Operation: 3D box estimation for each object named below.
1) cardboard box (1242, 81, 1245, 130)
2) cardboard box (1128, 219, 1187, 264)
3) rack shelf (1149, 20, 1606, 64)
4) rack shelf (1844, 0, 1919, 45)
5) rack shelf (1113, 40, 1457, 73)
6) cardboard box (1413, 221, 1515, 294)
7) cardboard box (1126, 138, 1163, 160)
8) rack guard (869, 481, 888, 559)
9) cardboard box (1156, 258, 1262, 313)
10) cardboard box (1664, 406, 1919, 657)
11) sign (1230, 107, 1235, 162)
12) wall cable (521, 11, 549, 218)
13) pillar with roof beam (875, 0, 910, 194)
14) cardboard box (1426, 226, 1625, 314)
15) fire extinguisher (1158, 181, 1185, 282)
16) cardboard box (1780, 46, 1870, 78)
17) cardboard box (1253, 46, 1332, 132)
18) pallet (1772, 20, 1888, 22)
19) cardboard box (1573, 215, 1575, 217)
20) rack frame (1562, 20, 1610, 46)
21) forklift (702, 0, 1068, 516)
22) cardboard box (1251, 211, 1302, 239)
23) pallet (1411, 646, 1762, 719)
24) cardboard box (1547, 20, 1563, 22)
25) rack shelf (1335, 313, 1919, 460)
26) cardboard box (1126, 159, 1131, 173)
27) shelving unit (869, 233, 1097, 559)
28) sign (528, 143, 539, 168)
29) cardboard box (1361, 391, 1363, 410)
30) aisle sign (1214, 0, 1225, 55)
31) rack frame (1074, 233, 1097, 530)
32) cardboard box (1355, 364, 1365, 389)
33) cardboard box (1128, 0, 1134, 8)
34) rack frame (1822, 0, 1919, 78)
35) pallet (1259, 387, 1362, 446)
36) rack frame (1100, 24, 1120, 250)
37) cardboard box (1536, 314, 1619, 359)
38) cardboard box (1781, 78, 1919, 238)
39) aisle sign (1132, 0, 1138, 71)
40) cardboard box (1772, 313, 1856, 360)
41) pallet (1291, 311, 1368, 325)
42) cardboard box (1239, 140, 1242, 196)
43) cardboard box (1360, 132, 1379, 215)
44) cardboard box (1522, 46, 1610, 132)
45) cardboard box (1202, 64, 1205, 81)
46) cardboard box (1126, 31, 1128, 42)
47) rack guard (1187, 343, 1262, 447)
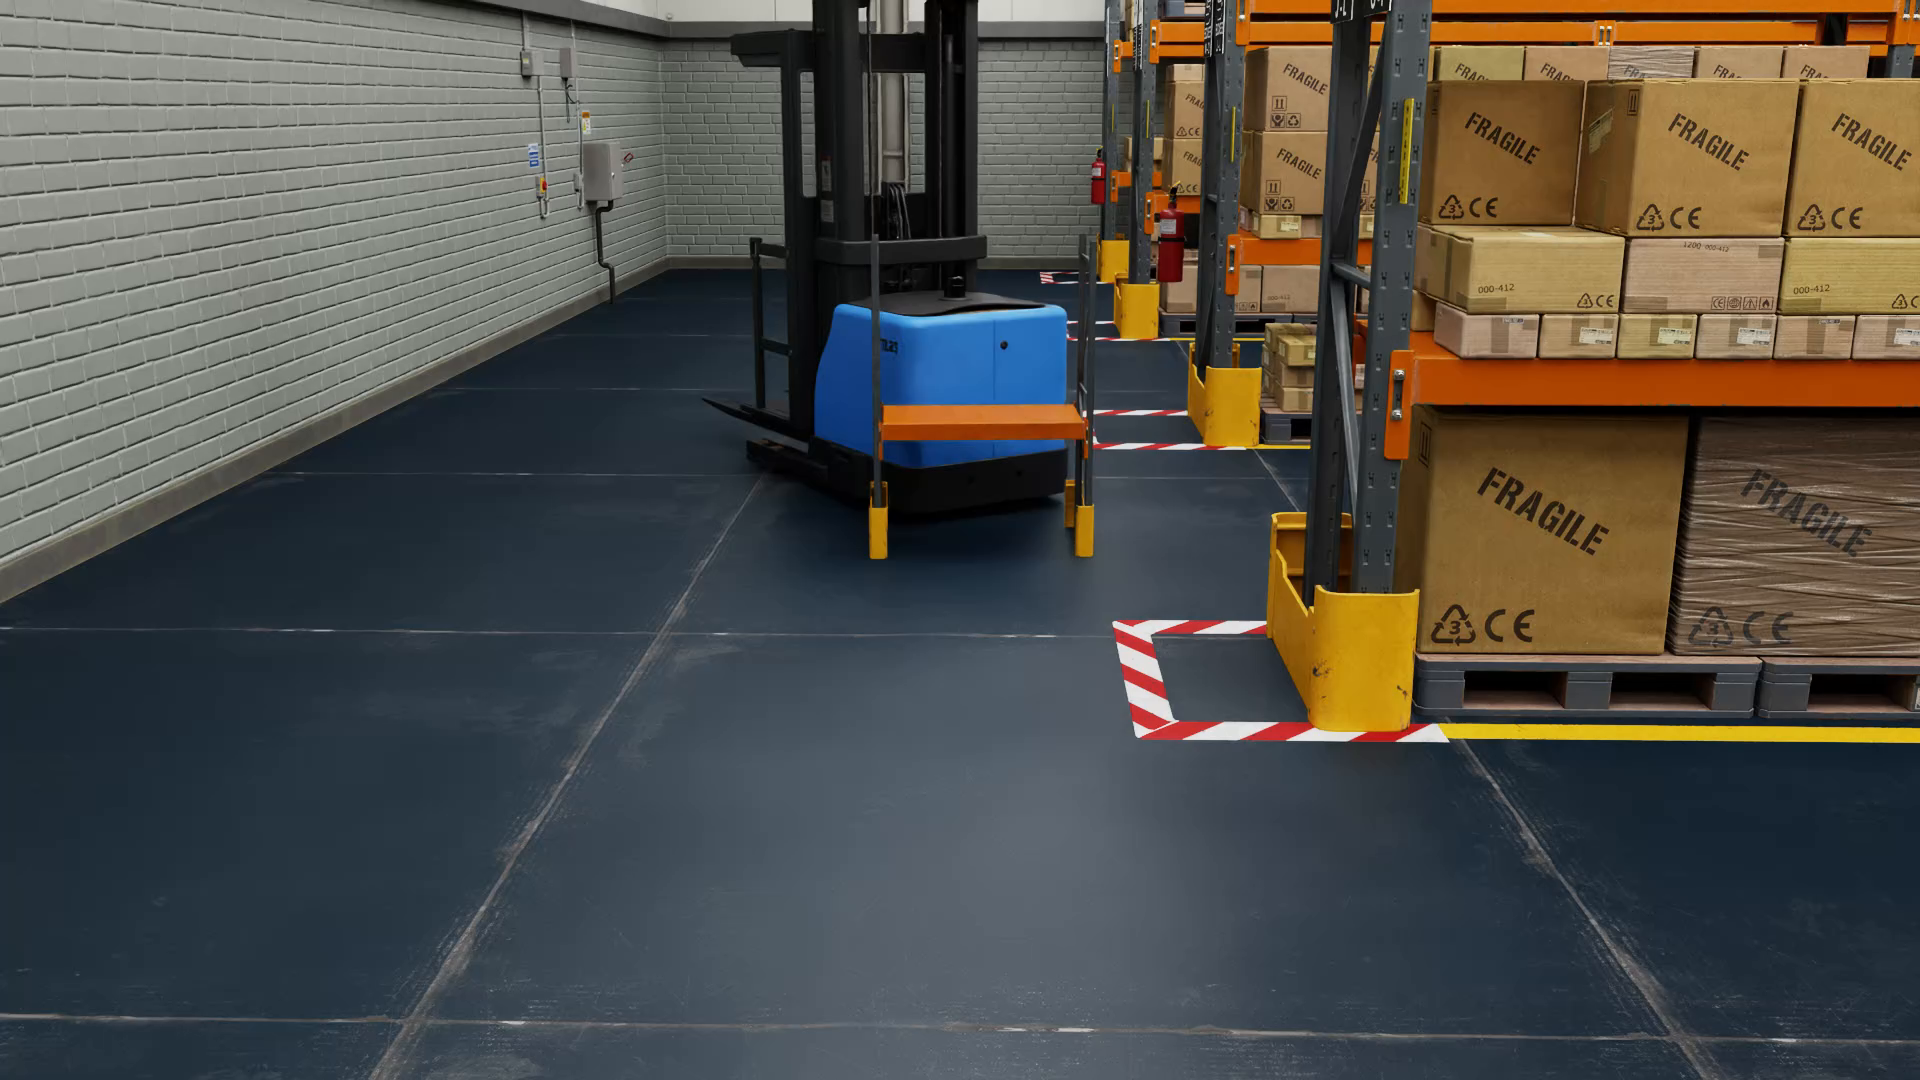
[{"bbox_3d":[2.691,-3.911,15.128,0.500,0.500,0.500,0,15,0],"label":"cardboard box"},{"bbox_3d":[2.433,-3.690,20.518,0.637,0.503,0.797,0,15,-1],"label":"cardboard box"},{"bbox_3d":[3.701,-4.546,15.222,4.000,0.370,1.077,0,15,1],"label":"rack shelf"},{"bbox_3d":[7.674,-3.257,10.336,4.000,0.370,1.077,0,15,1],"label":"rack shelf"},{"bbox_3d":[3.824,-5.812,20.020,4.000,0.370,1.077,0,15,1],"label":"rack shelf"},{"bbox_3d":[1.939,-1.065,6.209,0.500,0.250,0.500,0,15,1],"label":"cardboard box"},{"bbox_3d":[2.271,-4.722,20.069,0.500,0.250,0.500,0,15,2],"label":"cardboard box"},{"bbox_3d":[-0.404,-0.104,8.246,0.087,0.250,0.587,-1,15,-2],"label":"rack guard"},{"bbox_3d":[2.364,-2.442,15.916,0.875,0.438,0.875,0,15,0],"label":"cardboard box"},{"bbox_3d":[3.000,-0.115,6.239,0.875,0.875,0.875,0,15,1],"label":"cardboard box"},{"bbox_3d":[1.662,-2.474,10.140,0.005,0.325,0.100,0,15,1],"label":"sign"},{"bbox_3d":[-3.936,-3.994,15.545,0.123,1.953,0.585,0,15,1],"label":"wall cable"},{"bbox_3d":[-0.958,-6.773,16.371,0.400,9.000,9.100,0,15,1],"label":"pillar with roof beam"},{"bbox_3d":[1.921,-0.929,5.691,0.500,0.250,0.500,0,15,0],"label":"cardboard box"},{"bbox_3d":[1.436,-2.095,11.284,0.183,0.674,0.296,0,15,1],"label":"fire extinguisher"},{"bbox_3d":[5.198,-2.777,10.248,0.500,0.500,0.500,0,15,-1],"label":"cardboard box"},{"bbox_3d":[2.118,-2.799,10.329,0.500,0.500,0.500,0,15,1],"label":"cardboard box"},{"bbox_3d":[7.936,-4.761,14.995,1.213,0.211,1.003,1,15,4],"label":"pallet"},{"bbox_3d":[3.818,-1.980,10.458,0.250,0.149,0.380,1,15,3],"label":"cardboard box"},{"bbox_3d":[5.700,-3.431,15.463,0.127,3.000,1.000,0,15,1],"label":"rack frame"},{"bbox_3d":[-0.627,-1.870,9.683,1.130,2.935,3.031,-9,17,-31],"label":"forklift"},{"bbox_3d":[1.991,-1.987,10.482,0.250,0.149,0.380,0,15,1],"label":"cardboard box"},{"bbox_3d":[2.249,0.404,6.395,1.213,0.211,1.003,0,15,1],"label":"pallet"},{"bbox_3d":[7.167,-6.300,19.932,0.250,0.149,0.380,0,15,0],"label":"cardboard box"},{"bbox_3d":[3.447,-0.569,6.025,4.000,0.370,1.077,0,15,1],"label":"rack shelf"},{"bbox_3d":[2.146,-4.529,20.119,0.250,0.149,0.380,0,15,1],"label":"cardboard box"},{"bbox_3d":[0.094,-0.714,8.104,1.083,1.500,0.587,-1,15,-2],"label":"shelving unit"},{"bbox_3d":[-3.999,-3.606,15.599,0.001,0.218,0.327,0,15,1],"label":"sign"},{"bbox_3d":[2.704,-0.953,10.836,0.250,0.149,0.380,1,15,2],"label":"cardboard box"},{"bbox_3d":[1.595,-3.375,10.155,0.004,0.787,0.394,0,15,1],"label":"aisle sign"},{"bbox_3d":[0.611,-0.718,8.123,0.032,1.500,0.500,-1,15,-2],"label":"rack frame"},{"bbox_3d":[2.465,-1.077,10.724,0.250,0.149,0.380,0,15,1],"label":"cardboard box"},{"bbox_3d":[2.261,-6.419,19.641,0.500,0.250,0.500,0,15,1],"label":"cardboard box"},{"bbox_3d":[5.675,-2.168,10.676,0.127,3.000,1.000,0,15,1],"label":"rack frame"},{"bbox_3d":[2.563,-0.831,11.074,1.213,0.211,1.003,0,15,1],"label":"pallet"},{"bbox_3d":[1.824,-4.723,20.360,0.127,3.000,1.000,0,15,1],"label":"rack frame"},{"bbox_3d":[2.051,-0.720,5.682,0.250,0.149,0.380,0,15,1],"label":"cardboard box"},{"bbox_3d":[2.939,-1.286,5.576,0.500,0.500,0.500,0,15,0],"label":"cardboard box"},{"bbox_3d":[1.637,-4.793,15.532,0.004,0.787,0.394,0,15,1],"label":"aisle sign"},{"bbox_3d":[2.822,-0.715,5.664,0.250,0.149,0.380,0,15,0],"label":"cardboard box"},{"bbox_3d":[3.719,-2.114,15.941,1.213,0.211,1.003,0,15,1],"label":"pallet"},{"bbox_3d":[2.680,-3.433,15.274,0.500,0.500,0.500,0,15,1],"label":"cardboard box"},{"bbox_3d":[2.653,-2.315,10.457,0.500,0.500,0.500,0,15,2],"label":"cardboard box"},{"bbox_3d":[3.651,-2.786,10.279,0.500,0.500,0.500,0,15,0],"label":"cardboard box"},{"bbox_3d":[2.313,-4.246,15.125,0.250,0.149,0.380,1,15,3],"label":"cardboard box"},{"bbox_3d":[2.150,-6.108,20.225,0.250,0.149,0.380,1,15,3],"label":"cardboard box"},{"bbox_3d":[1.752,-0.985,11.092,0.348,0.500,1.175,0,15,1],"label":"rack guard"}]
